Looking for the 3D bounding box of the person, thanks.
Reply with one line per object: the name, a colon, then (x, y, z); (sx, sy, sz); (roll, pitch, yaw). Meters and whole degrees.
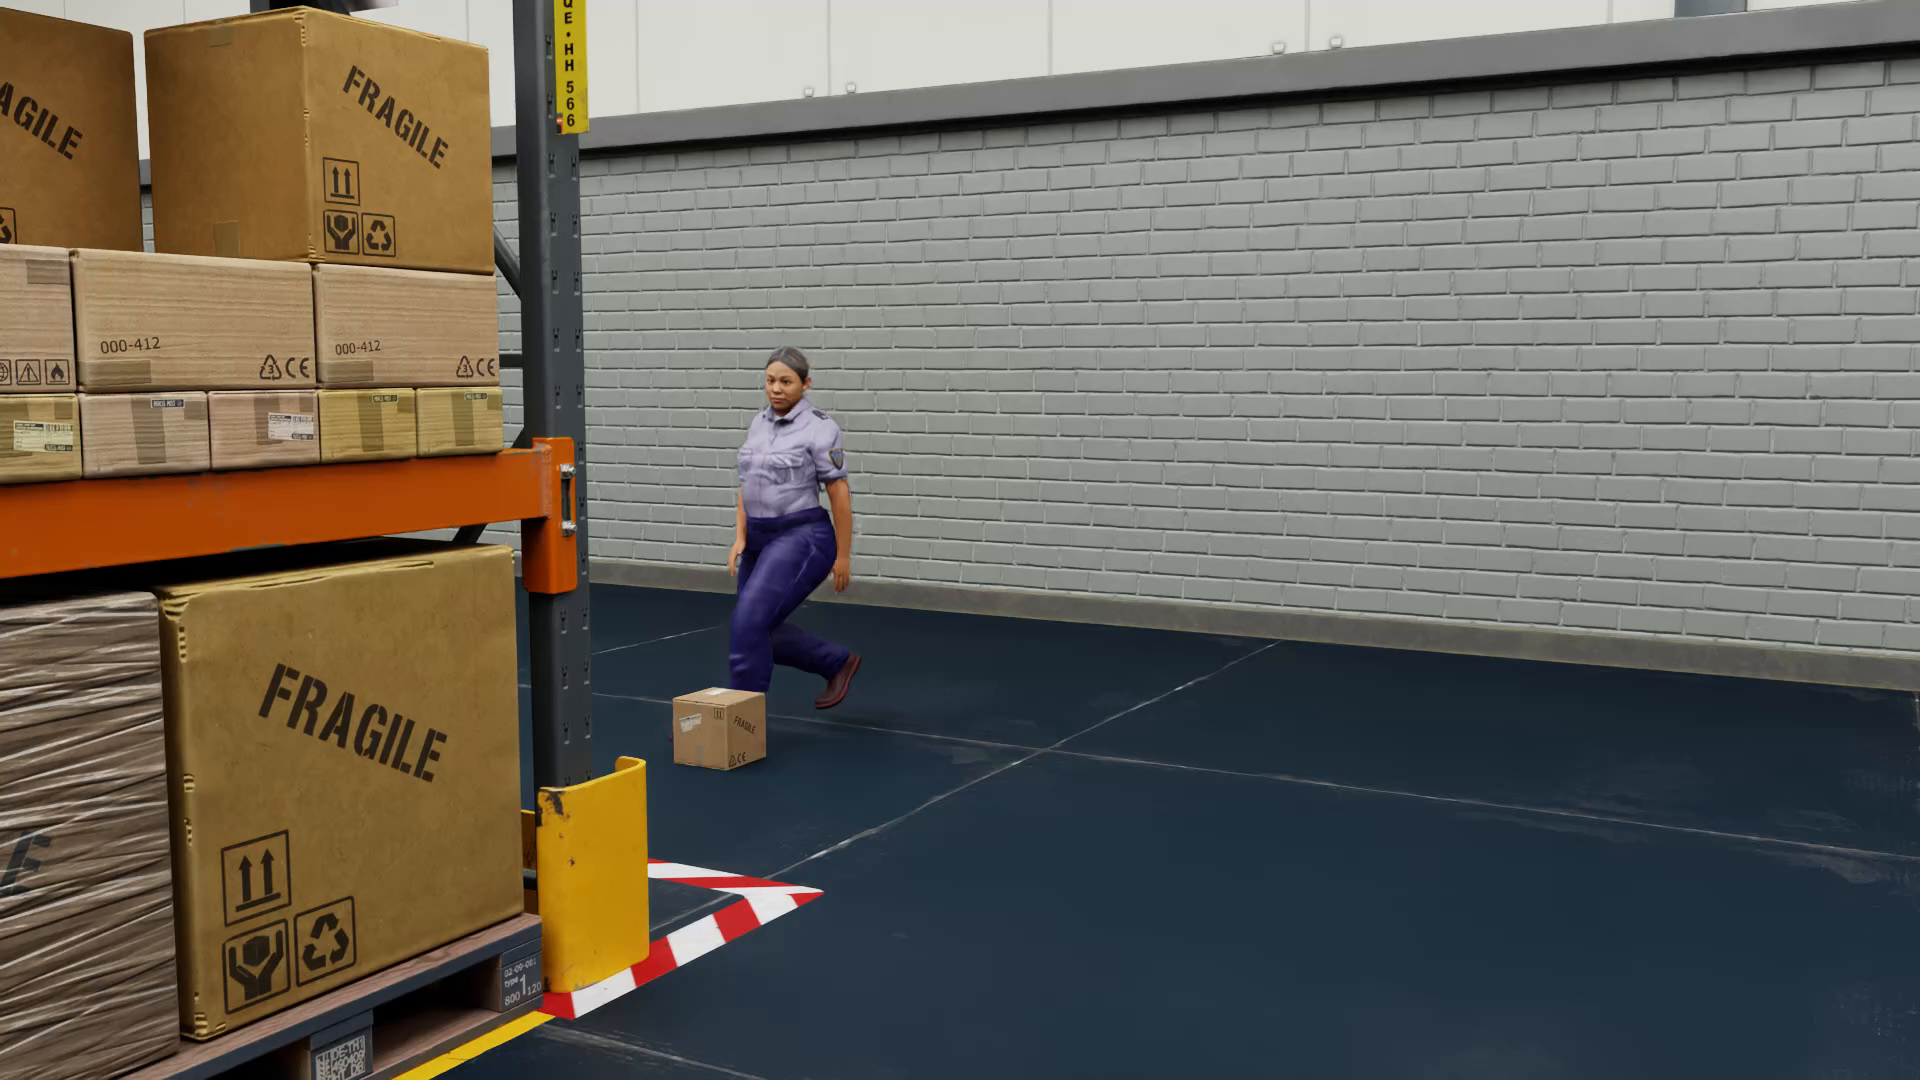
person: (-0.724, 0.014, 6.631); (0.943, 1.551, 0.467); (-6, 8, -43)
